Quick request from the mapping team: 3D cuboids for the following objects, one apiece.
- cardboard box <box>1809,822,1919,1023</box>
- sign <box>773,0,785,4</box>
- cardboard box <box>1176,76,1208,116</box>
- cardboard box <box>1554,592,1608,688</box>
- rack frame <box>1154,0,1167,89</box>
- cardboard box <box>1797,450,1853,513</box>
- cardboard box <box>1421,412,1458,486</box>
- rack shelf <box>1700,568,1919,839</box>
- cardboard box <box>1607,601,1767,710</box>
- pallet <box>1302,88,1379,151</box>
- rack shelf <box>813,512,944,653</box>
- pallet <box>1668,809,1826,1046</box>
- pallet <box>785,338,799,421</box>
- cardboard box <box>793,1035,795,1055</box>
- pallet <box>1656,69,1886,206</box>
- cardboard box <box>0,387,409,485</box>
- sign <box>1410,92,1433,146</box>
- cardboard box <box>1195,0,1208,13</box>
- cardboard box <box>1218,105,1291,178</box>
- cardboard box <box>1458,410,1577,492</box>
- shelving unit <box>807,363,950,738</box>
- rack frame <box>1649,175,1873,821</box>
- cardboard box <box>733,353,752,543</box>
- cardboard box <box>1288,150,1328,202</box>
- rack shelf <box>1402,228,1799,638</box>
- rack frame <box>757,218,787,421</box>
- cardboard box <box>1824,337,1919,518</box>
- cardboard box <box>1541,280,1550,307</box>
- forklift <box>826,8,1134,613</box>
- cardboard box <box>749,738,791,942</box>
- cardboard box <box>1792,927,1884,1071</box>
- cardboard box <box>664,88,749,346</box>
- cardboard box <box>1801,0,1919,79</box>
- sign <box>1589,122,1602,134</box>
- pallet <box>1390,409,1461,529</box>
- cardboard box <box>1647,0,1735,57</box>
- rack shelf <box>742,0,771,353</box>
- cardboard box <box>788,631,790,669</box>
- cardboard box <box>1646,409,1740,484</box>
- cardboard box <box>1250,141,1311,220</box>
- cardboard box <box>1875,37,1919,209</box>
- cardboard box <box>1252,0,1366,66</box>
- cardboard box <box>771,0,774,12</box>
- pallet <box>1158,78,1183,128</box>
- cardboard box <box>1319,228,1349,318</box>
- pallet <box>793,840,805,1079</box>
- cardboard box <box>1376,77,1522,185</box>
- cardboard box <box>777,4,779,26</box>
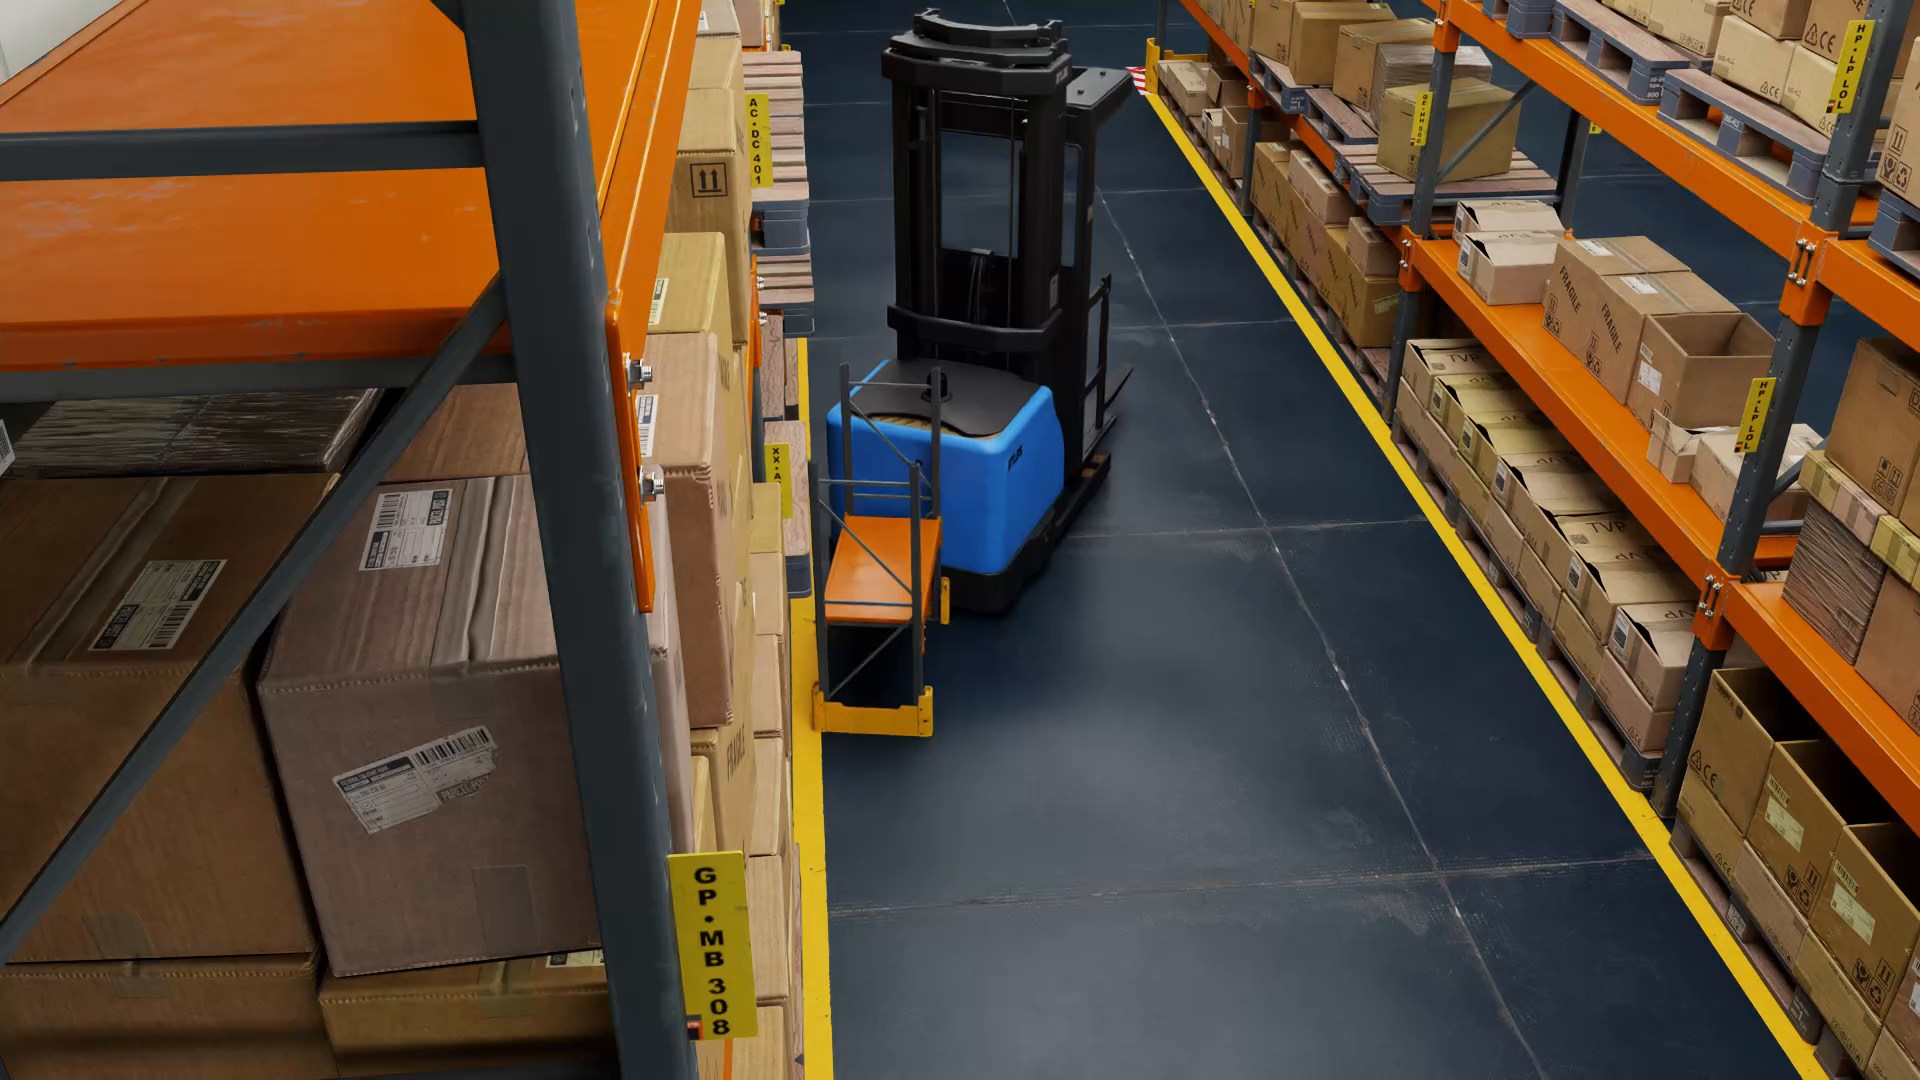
[{"bbox_3d":[3.521,1.380,6.056,0.500,0.500,0.500,-3,31,-5],"label":"cardboard box"},{"bbox_3d":[-1.443,-4.400,13.140,0.100,0.325,0.005,-3,31,-5],"label":"sign"},{"bbox_3d":[2.437,-4.394,16.435,0.500,0.250,0.500,-3,31,-5],"label":"cardboard box"},{"bbox_3d":[3.323,0.483,8.289,0.500,0.250,0.500,-3,31,-5],"label":"cardboard box"},{"bbox_3d":[2.575,-6.188,17.185,1.000,3.000,0.127,-3,31,-5],"label":"rack frame"},{"bbox_3d":[3.529,-0.236,6.490,0.380,0.149,0.250,-3,31,-5],"label":"cardboard box"},{"bbox_3d":[3.127,-0.565,10.043,0.500,0.250,0.500,-4,31,-6],"label":"cardboard box"},{"bbox_3d":[3.883,1.269,5.402,1.077,0.370,4.000,-3,31,-5],"label":"rack shelf"},{"bbox_3d":[3.373,0.505,7.704,0.500,0.311,0.500,-3,31,-5],"label":"cardboard box"},{"bbox_3d":[3.136,-3.013,12.058,1.003,0.211,1.213,-3,31,-5],"label":"pallet"},{"bbox_3d":[-0.389,0.195,8.312,0.538,0.185,1.000,2,31,4],"label":"rack shelf"},{"bbox_3d":[3.729,1.544,6.959,1.003,0.211,1.213,-3,31,-5],"label":"pallet"},{"bbox_3d":[-1.608,-1.073,11.341,1.003,0.211,1.213,-3,31,-5],"label":"pallet"},{"bbox_3d":[-0.696,1.487,4.462,0.500,0.250,0.500,-3,31,-5],"label":"cardboard box"},{"bbox_3d":[3.601,-1.716,6.960,0.805,0.209,1.217,-4,31,-7],"label":"pallet"},{"bbox_3d":[-1.224,-0.034,2.864,0.500,0.500,0.500,-1,31,-2],"label":"cardboard box"},{"bbox_3d":[2.783,-2.535,10.018,0.100,0.325,0.005,-3,31,-5],"label":"sign"},{"bbox_3d":[2.497,-5.217,15.461,0.500,0.500,0.500,-2,31,-4],"label":"cardboard box"},{"bbox_3d":[2.613,-3.538,14.758,0.500,0.500,0.500,-3,31,-5],"label":"cardboard box"},{"bbox_3d":[3.182,-0.534,9.444,0.500,0.311,0.500,-4,31,-6],"label":"cardboard box"},{"bbox_3d":[-0.389,0.036,8.228,0.587,1.500,1.083,2,31,4],"label":"shelving unit"},{"bbox_3d":[3.696,-0.061,6.927,1.000,3.000,0.127,-3,31,-5],"label":"rack frame"},{"bbox_3d":[-0.782,-0.115,3.975,0.500,0.500,0.500,-1,31,-2],"label":"cardboard box"},{"bbox_3d":[2.845,-2.814,12.814,0.500,0.250,0.500,-3,31,-4],"label":"cardboard box"},{"bbox_3d":[3.509,-0.773,8.821,1.077,0.370,4.000,-3,31,-5],"label":"rack shelf"},{"bbox_3d":[-1.609,-1.864,9.946,1.000,3.000,0.127,-3,31,-5],"label":"rack frame"},{"bbox_3d":[3.744,-0.435,6.190,0.700,0.500,0.500,-3,31,-4],"label":"cardboard box"},{"bbox_3d":[3.498,-1.347,9.325,0.380,0.149,0.250,-1,31,-1],"label":"cardboard box"},{"bbox_3d":[0.298,-1.608,9.584,1.130,2.935,3.031,12,33,19],"label":"forklift"},{"bbox_3d":[-0.745,0.916,4.687,0.500,0.500,0.500,-2,31,-3],"label":"cardboard box"},{"bbox_3d":[3.521,1.702,6.249,0.500,0.250,0.500,-3,31,-5],"label":"cardboard box"},{"bbox_3d":[-0.798,-0.802,4.151,0.500,0.500,0.500,-4,31,-6],"label":"cardboard box"},{"bbox_3d":[3.678,-2.103,6.427,0.500,0.500,0.500,-2,31,-4],"label":"cardboard box"},{"bbox_3d":[3.875,-2.629,10.097,0.100,0.325,0.005,-3,31,-5],"label":"sign"},{"bbox_3d":[3.361,-0.484,10.355,1.003,0.211,1.213,-3,31,-5],"label":"pallet"},{"bbox_3d":[3.579,-2.444,7.728,0.500,0.250,0.500,-5,31,-9],"label":"cardboard box"},{"bbox_3d":[-1.422,-1.822,7.652,1.077,0.370,4.000,-3,31,-5],"label":"rack shelf"},{"bbox_3d":[-0.889,0.461,6.180,0.500,0.250,0.500,-3,31,-4],"label":"cardboard box"},{"bbox_3d":[3.431,-0.443,7.699,0.396,0.266,0.258,-3,31,-6],"label":"cardboard box"},{"bbox_3d":[2.751,-3.002,13.861,0.500,0.500,0.500,-4,31,-7],"label":"cardboard box"},{"bbox_3d":[3.481,-1.362,5.537,0.500,0.500,0.500,0,31,-1],"label":"cardboard box"},{"bbox_3d":[2.770,-4.116,13.209,0.700,0.500,0.500,-13,33,-21],"label":"cardboard box"},{"bbox_3d":[-1.685,-4.181,12.687,0.500,0.250,0.500,-2,31,-3],"label":"cardboard box"},{"bbox_3d":[2.658,-4.545,17.153,1.003,0.211,1.213,-3,31,-5],"label":"pallet"},{"bbox_3d":[2.953,-1.949,12.098,0.500,0.500,0.500,-4,31,-6],"label":"cardboard box"},{"bbox_3d":[-1.137,1.717,6.671,1.003,0.211,1.213,-3,31,-5],"label":"pallet"},{"bbox_3d":[3.152,-2.643,10.742,0.700,0.500,0.500,-13,33,-21],"label":"cardboard box"},{"bbox_3d":[-2.158,-5.057,14.999,0.980,0.700,0.700,-4,31,-7],"label":"cardboard box"}]
